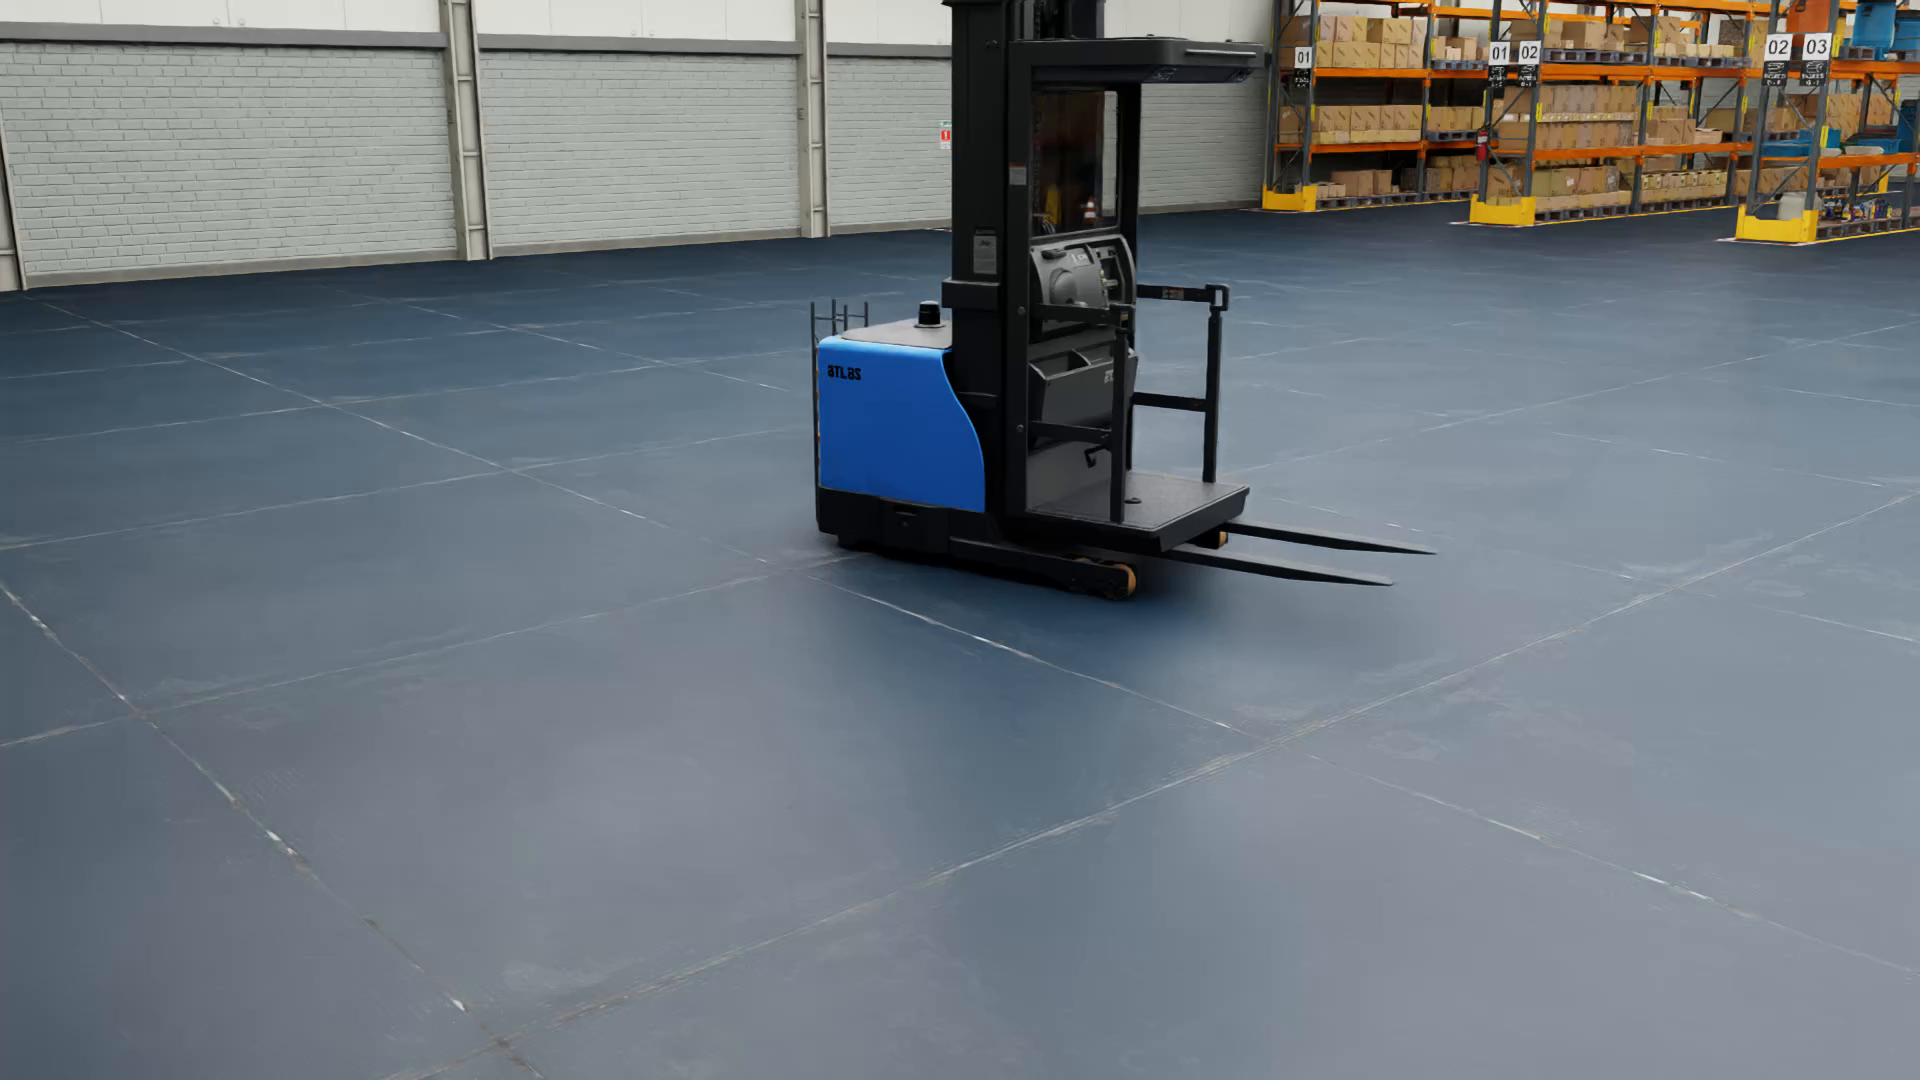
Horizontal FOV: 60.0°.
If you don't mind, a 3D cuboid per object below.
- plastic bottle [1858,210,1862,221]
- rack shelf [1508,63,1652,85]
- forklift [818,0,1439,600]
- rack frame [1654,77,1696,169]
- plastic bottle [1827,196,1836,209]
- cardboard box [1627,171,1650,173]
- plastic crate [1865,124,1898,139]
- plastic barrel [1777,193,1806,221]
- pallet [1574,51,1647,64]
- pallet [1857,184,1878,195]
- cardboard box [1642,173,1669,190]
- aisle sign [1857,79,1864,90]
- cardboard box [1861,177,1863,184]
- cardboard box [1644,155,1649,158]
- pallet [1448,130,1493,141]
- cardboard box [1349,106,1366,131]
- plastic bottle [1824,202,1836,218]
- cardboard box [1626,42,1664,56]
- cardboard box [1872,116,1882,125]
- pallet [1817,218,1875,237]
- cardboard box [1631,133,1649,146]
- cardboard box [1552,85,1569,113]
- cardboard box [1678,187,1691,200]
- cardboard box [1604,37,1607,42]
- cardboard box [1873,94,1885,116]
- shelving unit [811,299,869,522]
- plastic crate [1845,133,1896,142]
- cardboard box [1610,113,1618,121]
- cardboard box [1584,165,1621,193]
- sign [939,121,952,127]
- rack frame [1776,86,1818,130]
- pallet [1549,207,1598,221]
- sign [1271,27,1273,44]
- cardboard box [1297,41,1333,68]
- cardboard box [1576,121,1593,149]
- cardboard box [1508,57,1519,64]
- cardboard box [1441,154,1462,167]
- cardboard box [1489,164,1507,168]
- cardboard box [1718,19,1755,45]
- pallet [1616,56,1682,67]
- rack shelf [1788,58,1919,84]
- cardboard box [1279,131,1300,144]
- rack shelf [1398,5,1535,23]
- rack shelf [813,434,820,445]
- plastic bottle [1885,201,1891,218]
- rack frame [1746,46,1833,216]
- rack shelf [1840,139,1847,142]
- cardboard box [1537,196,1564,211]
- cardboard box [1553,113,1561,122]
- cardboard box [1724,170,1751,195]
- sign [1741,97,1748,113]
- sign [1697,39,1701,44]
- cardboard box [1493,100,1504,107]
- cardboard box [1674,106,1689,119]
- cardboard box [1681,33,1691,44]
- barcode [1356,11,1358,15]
[{"bbox_3d":[15.176,-5.497,28.089,0.097,0.201,0.097,0,15,0],"label":"plastic bottle"},{"bbox_3d":[11.455,-8.704,31.105,4.000,0.370,1.077,-13,19,-39],"label":"rack shelf"},{"bbox_3d":[0.774,-1.294,7.916,3.031,2.935,1.130,10,18,32],"label":"forklift"},{"bbox_3d":[18.761,-10.938,43.886,0.127,3.000,1.000,-13,19,-39],"label":"rack frame"},{"bbox_3d":[15.189,-5.821,29.011,0.185,0.351,0.144,-14,20,-42],"label":"plastic bottle"},{"bbox_3d":[13.847,-7.384,34.011,0.500,0.311,0.500,-13,20,-40],"label":"cardboard box"},{"bbox_3d":[16.377,-7.149,29.577,0.583,0.464,0.402,-13,19,-39],"label":"plastic crate"},{"bbox_3d":[13.641,-5.426,27.258,0.421,0.512,0.421,0,15,0],"label":"plastic barrel"},{"bbox_3d":[12.337,-9.198,31.732,1.213,0.211,1.003,-13,19,-39],"label":"pallet"},{"bbox_3d":[21.358,-8.479,40.083,1.213,0.211,1.003,-13,19,-39],"label":"pallet"},{"bbox_3d":[13.820,-7.192,33.290,0.500,0.311,0.500,-13,20,-40],"label":"cardboard box"},{"bbox_3d":[21.875,-11.299,40.200,0.004,0.787,0.394,-13,19,-39],"label":"aisle sign"},{"bbox_3d":[21.403,-8.627,39.871,0.250,0.166,0.380,-13,19,-39],"label":"cardboard box"},{"bbox_3d":[17.691,-10.040,43.298,0.250,0.149,0.380,-12,19,-39],"label":"cardboard box"},{"bbox_3d":[11.260,-9.147,37.552,1.213,0.211,1.003,-13,19,-39],"label":"pallet"},{"bbox_3d":[8.022,-8.717,34.371,0.500,0.500,0.500,-13,20,-41],"label":"cardboard box"},{"bbox_3d":[14.984,-5.688,28.659,0.135,0.276,0.152,-13,19,-39],"label":"plastic bottle"},{"bbox_3d":[13.435,-9.623,32.629,0.500,0.250,0.500,-10,18,-34],"label":"cardboard box"},{"bbox_3d":[21.468,-9.805,39.451,0.500,0.500,0.500,-12,19,-39],"label":"cardboard box"},{"bbox_3d":[14.757,-5.316,28.241,1.213,0.211,1.003,-13,19,-39],"label":"pallet"},{"bbox_3d":[13.306,-7.961,33.031,0.500,0.250,0.500,-11,19,-36],"label":"cardboard box"},{"bbox_3d":[10.740,-8.114,30.608,0.500,0.500,0.700,-13,20,-41],"label":"cardboard box"},{"bbox_3d":[14.590,-7.096,34.019,0.500,0.250,0.500,-12,19,-38],"label":"cardboard box"},{"bbox_3d":[12.003,-9.492,31.750,0.500,0.311,0.500,-14,20,-42],"label":"cardboard box"},{"bbox_3d":[21.480,-10.291,39.332,0.500,0.500,0.500,-12,19,-38],"label":"cardboard box"},{"bbox_3d":[-0.640,-0.685,8.988,0.258,1.200,0.189,10,18,32],"label":"shelving unit"},{"bbox_3d":[15.734,-6.882,28.823,0.504,0.338,0.767,-13,19,-39],"label":"plastic crate"},{"bbox_3d":[12.318,-8.084,31.751,0.250,0.149,0.380,-13,20,-39],"label":"cardboard box"},{"bbox_3d":[12.372,-6.974,32.109,0.500,0.500,0.500,-13,19,-39],"label":"cardboard box"},{"bbox_3d":[-0.239,-7.285,29.116,0.331,0.109,0.001,-13,19,-39],"label":"sign"},{"bbox_3d":[18.999,-9.296,37.741,0.127,3.000,1.000,-13,19,-39],"label":"rack frame"},{"bbox_3d":[11.415,-6.260,31.775,1.213,0.211,1.003,-13,19,-39],"label":"pallet"},{"bbox_3d":[6.342,-10.216,33.654,0.005,0.325,0.100,-13,19,-39],"label":"sign"},{"bbox_3d":[7.108,-9.742,33.366,0.500,0.500,0.500,-12,19,-38],"label":"cardboard box"},{"bbox_3d":[11.473,-7.651,31.388,0.500,0.500,0.700,-12,19,-38],"label":"cardboard box"},{"bbox_3d":[12.361,-10.824,37.781,0.500,0.311,0.500,-13,19,-39],"label":"cardboard box"},{"bbox_3d":[10.973,-8.564,37.538,0.500,0.250,0.500,-13,20,-41],"label":"cardboard box"},{"bbox_3d":[12.218,-8.455,38.583,0.500,0.500,0.700,-12,19,-39],"label":"cardboard box"},{"bbox_3d":[16.314,-10.672,34.947,0.500,0.500,0.500,-13,19,-39],"label":"cardboard box"},{"bbox_3d":[13.620,-9.450,32.874,1.217,0.209,0.805,-14,20,-42],"label":"pallet"},{"bbox_3d":[14.703,-7.739,27.492,4.000,0.370,1.077,-13,19,-39],"label":"rack shelf"},{"bbox_3d":[6.917,-8.281,34.193,0.500,0.250,0.500,-12,19,-39],"label":"cardboard box"},{"bbox_3d":[11.218,-11.601,36.914,4.000,0.370,1.077,-13,19,-39],"label":"rack shelf"},{"bbox_3d":[-0.640,-0.526,9.030,0.258,0.103,0.180,10,18,32],"label":"rack shelf"},{"bbox_3d":[16.066,-5.731,28.803,0.133,0.283,0.061,-11,19,-37],"label":"plastic bottle"},{"bbox_3d":[13.195,-6.299,26.518,0.127,3.000,1.000,-13,19,-39],"label":"rack frame"},{"bbox_3d":[20.507,-9.288,39.102,4.000,0.370,1.077,-13,19,-39],"label":"rack shelf"},{"bbox_3d":[10.871,-6.271,30.929,0.500,0.250,0.500,-13,19,-39],"label":"cardboard box"},{"bbox_3d":[10.770,-7.737,30.452,0.250,0.149,0.380,-13,19,-39],"label":"cardboard box"},{"bbox_3d":[16.512,-7.645,35.550,0.500,0.500,0.500,-12,19,-37],"label":"cardboard box"},{"bbox_3d":[16.348,-9.071,34.652,0.005,0.325,0.100,-13,19,-39],"label":"sign"},{"bbox_3d":[15.626,-10.424,35.147,0.005,0.325,0.100,-13,19,-39],"label":"sign"},{"bbox_3d":[12.253,-10.035,38.203,0.380,0.149,0.250,12,19,38],"label":"cardboard box"},{"bbox_3d":[18.383,-10.994,43.516,0.700,0.700,0.980,-12,19,-37],"label":"cardboard box"},{"bbox_3d":[18.388,-12.751,42.691,0.500,0.500,0.500,-13,20,-40],"label":"cardboard box"},{"bbox_3d":[8.378,-11.120,35.075,0.075,0.075,0.001,-13,19,-39],"label":"barcode"}]
